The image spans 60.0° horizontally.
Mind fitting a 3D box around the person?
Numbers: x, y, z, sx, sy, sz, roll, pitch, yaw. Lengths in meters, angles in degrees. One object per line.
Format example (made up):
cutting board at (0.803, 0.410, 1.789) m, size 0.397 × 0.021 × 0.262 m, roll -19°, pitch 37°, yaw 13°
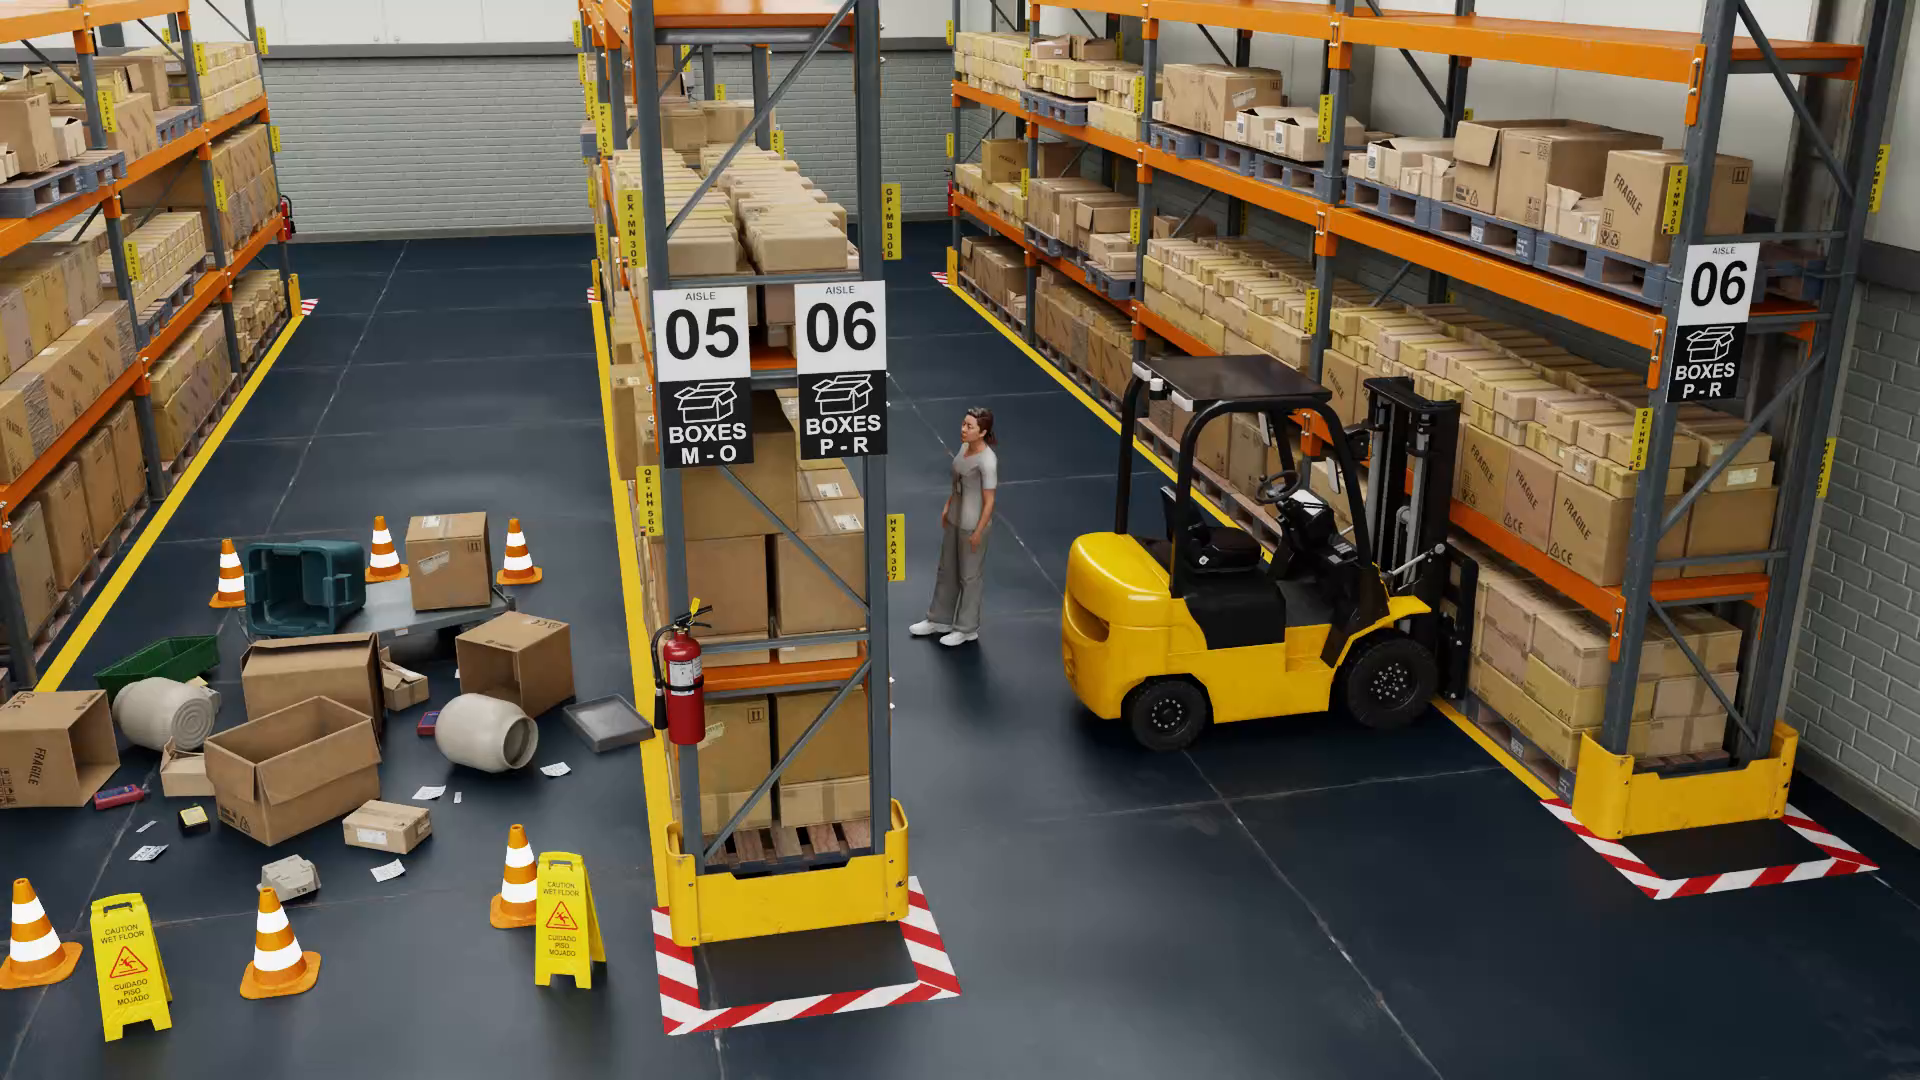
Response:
person at (-0.009, -0.092, 11.303) m, size 0.548 × 1.673 × 0.549 m, roll -9°, pitch 22°, yaw -23°
